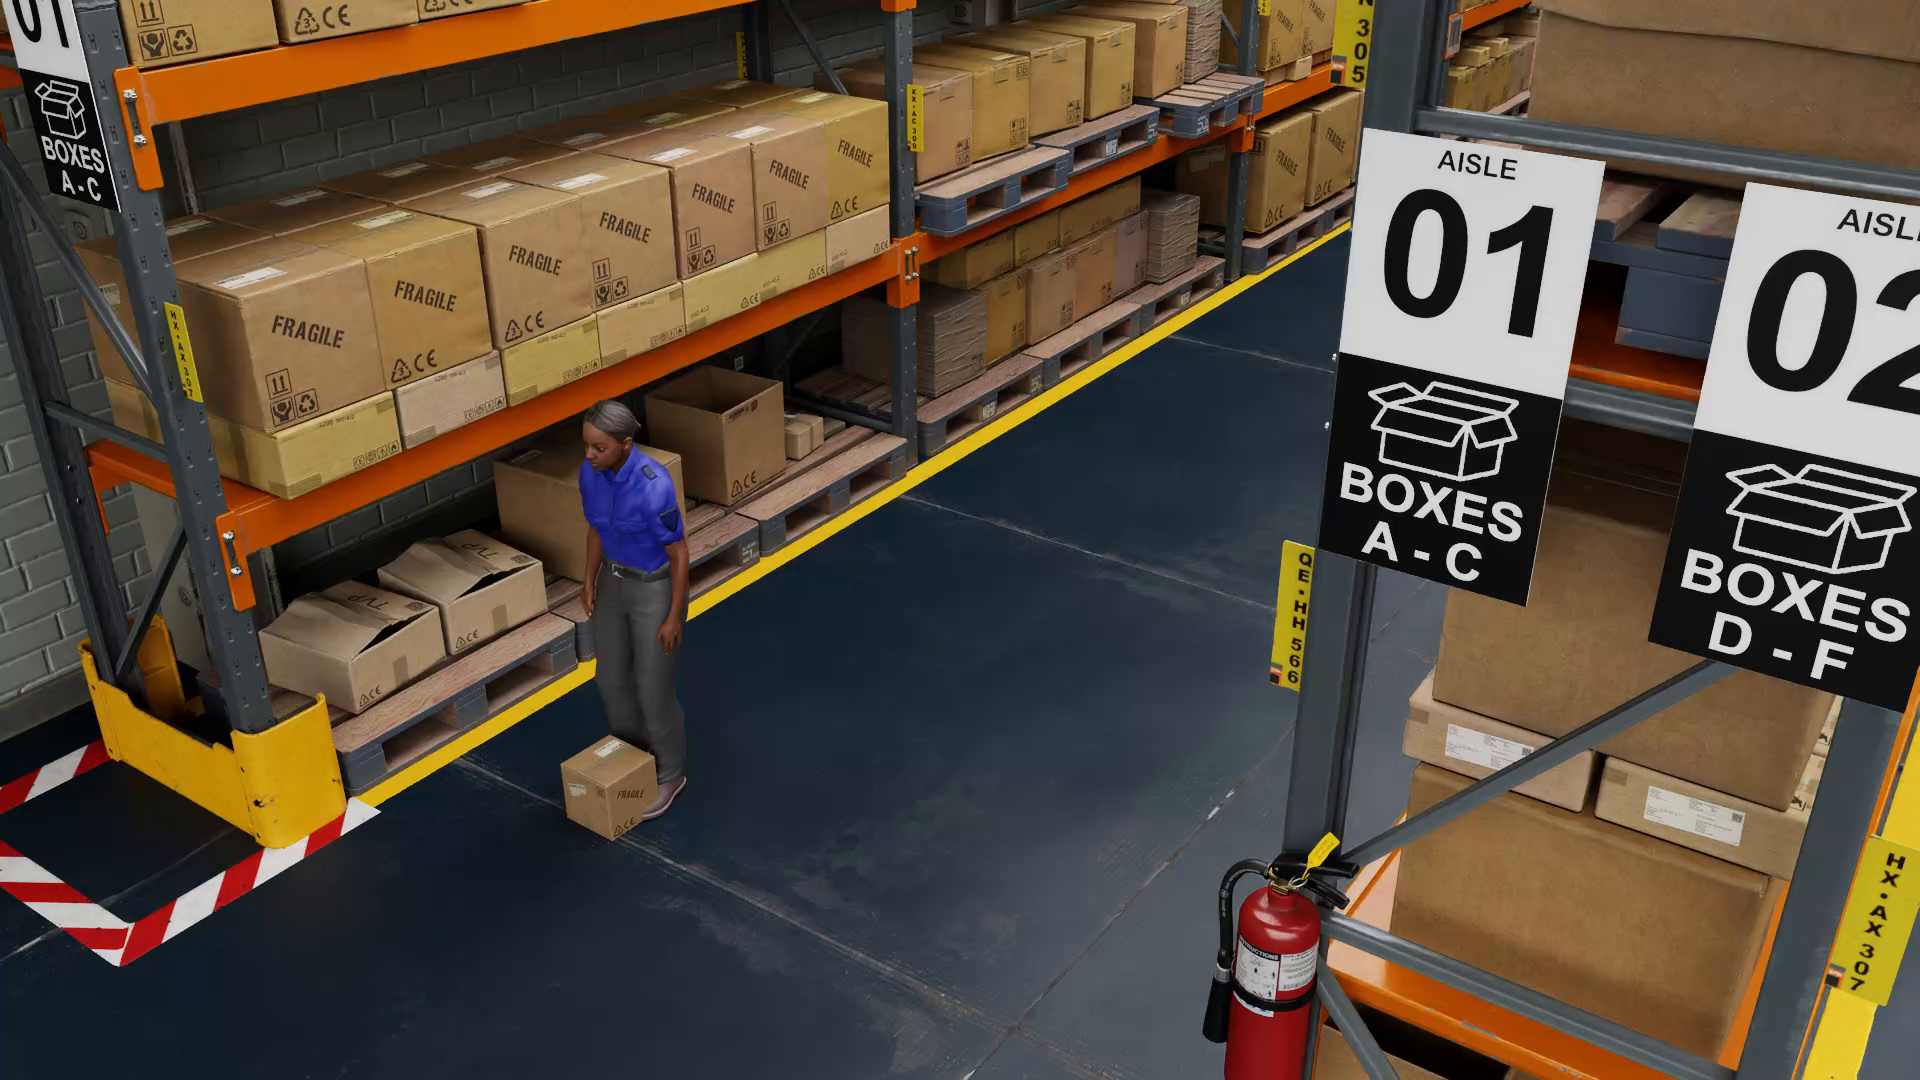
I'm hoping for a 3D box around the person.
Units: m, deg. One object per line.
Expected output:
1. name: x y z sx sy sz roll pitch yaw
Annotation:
1. person: -1.222 0.232 6.169 0.505 1.655 0.392 18 32 31
